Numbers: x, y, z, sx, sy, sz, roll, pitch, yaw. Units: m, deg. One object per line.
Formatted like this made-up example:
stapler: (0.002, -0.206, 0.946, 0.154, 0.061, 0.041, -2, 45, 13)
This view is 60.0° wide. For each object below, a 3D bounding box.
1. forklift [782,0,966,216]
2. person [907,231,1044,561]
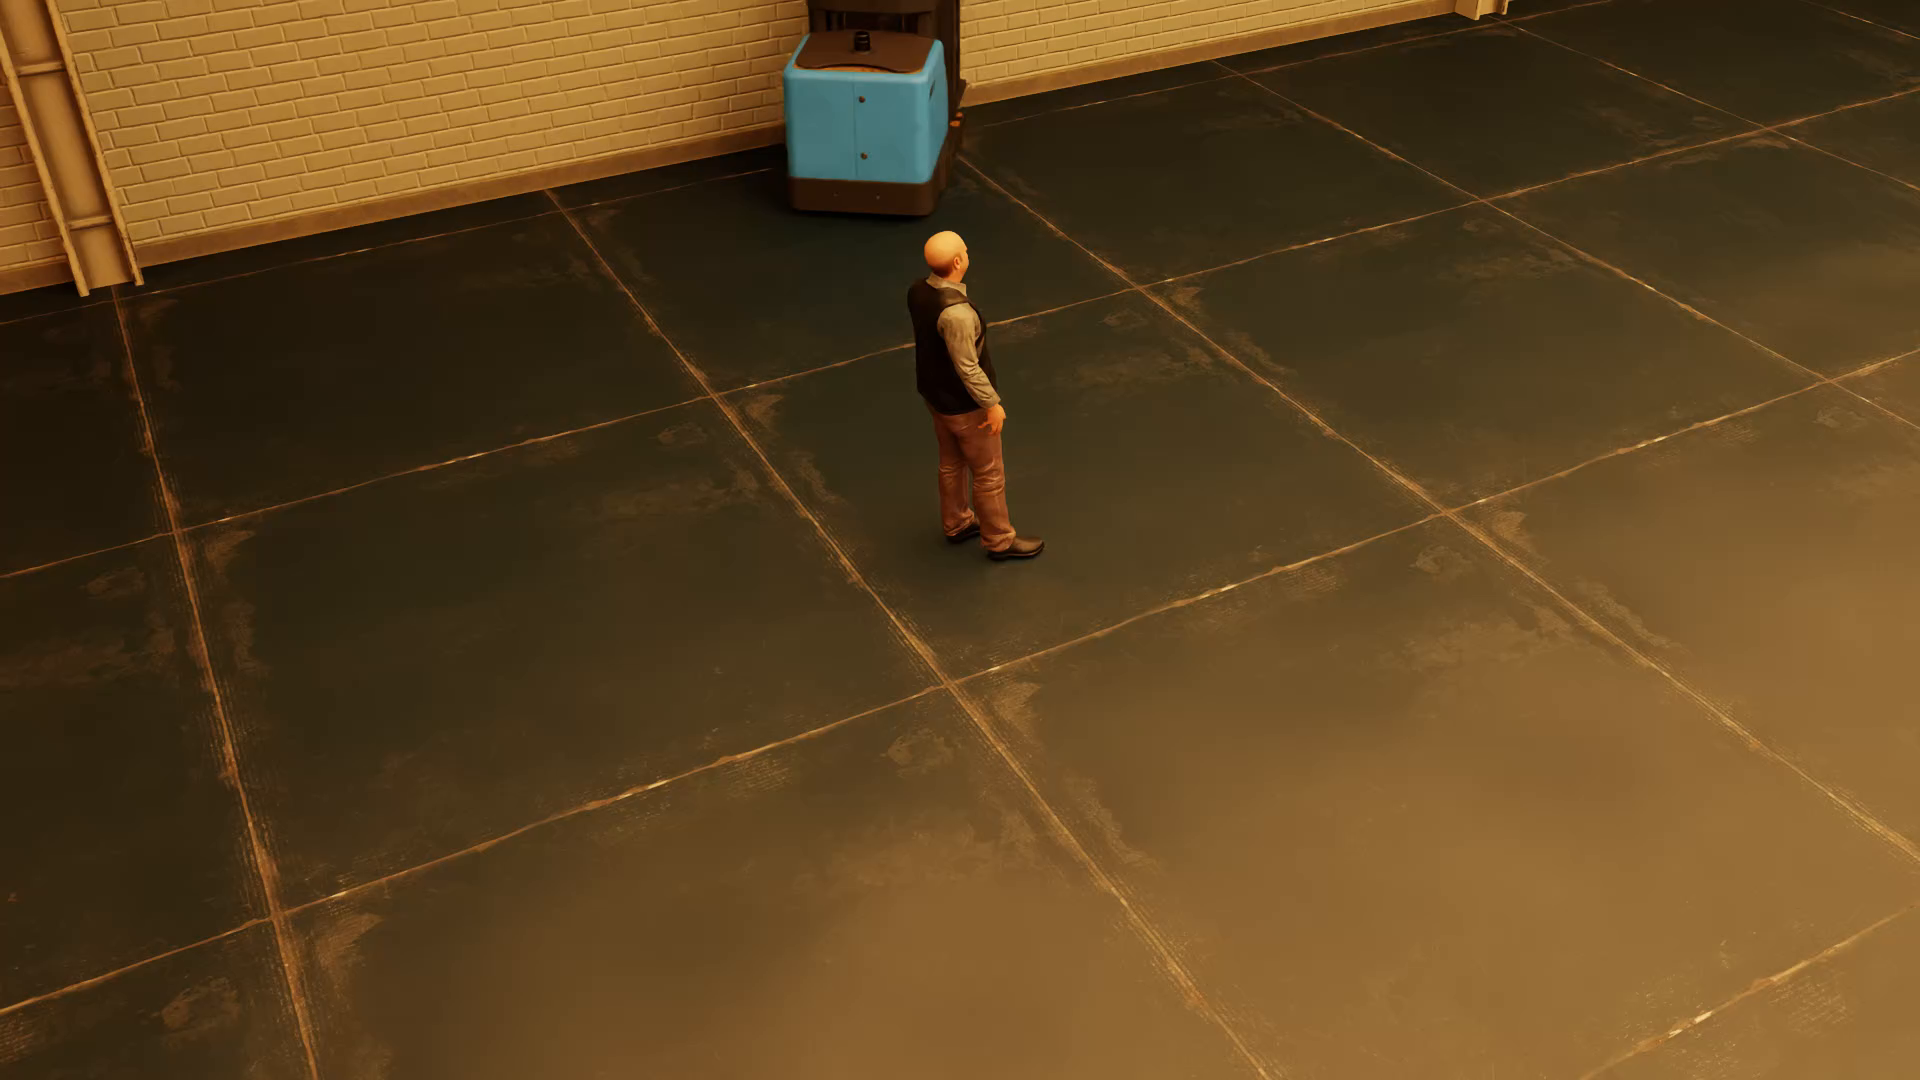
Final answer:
forklift: (-0.544, -4.331, 12.251, 1.130, 2.935, 3.031, 4, 35, 6)
person: (0.058, -0.721, 8.179, 0.568, 1.720, 0.632, -17, 39, -23)
